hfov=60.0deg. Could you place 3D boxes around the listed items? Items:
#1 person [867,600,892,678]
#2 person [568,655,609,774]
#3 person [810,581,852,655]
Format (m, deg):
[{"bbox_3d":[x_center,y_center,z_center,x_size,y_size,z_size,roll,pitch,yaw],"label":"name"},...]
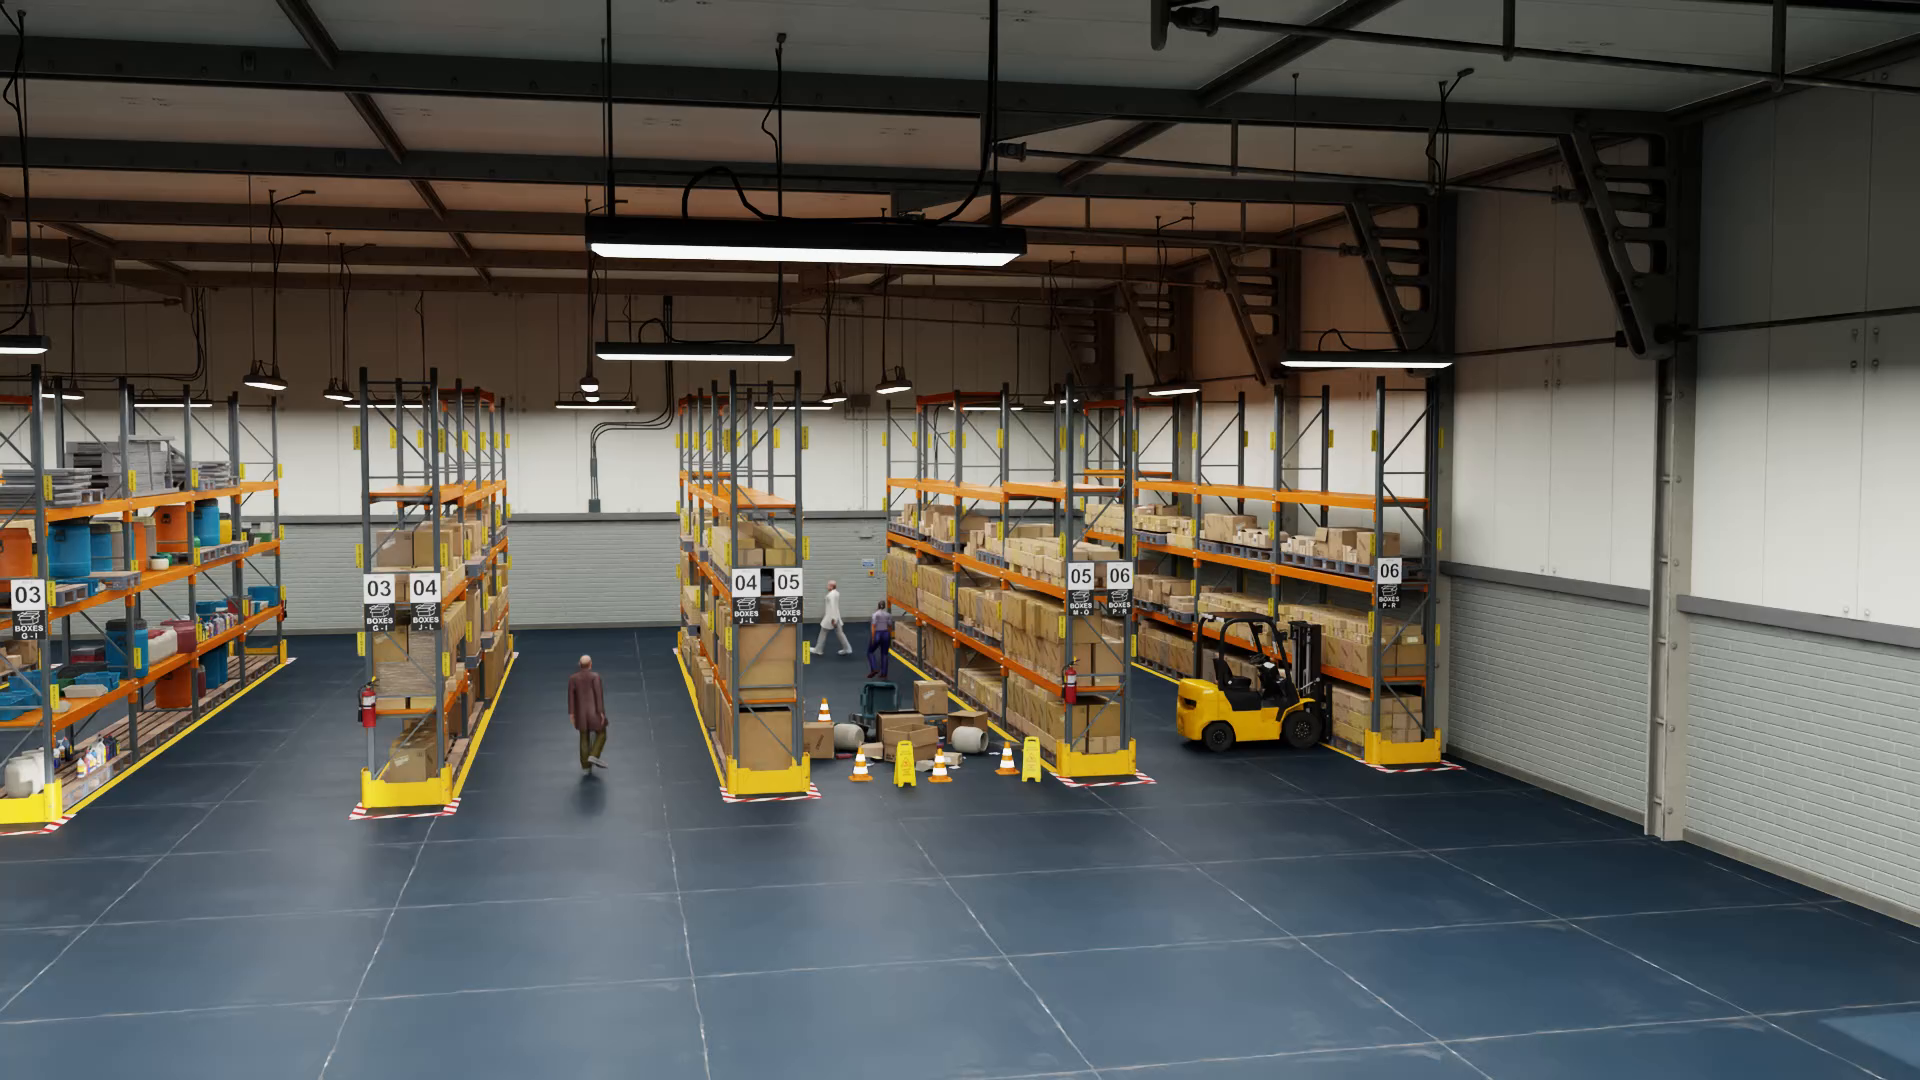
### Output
[{"bbox_3d":[-1.686,2.089,35.077,0.529,1.652,0.444,-1,4,-23],"label":"person"},{"bbox_3d":[-5.601,2.619,25.011,0.619,1.769,0.555,0,3,2],"label":"person"},{"bbox_3d":[-3.021,1.811,38.817,1.061,1.741,0.595,1,4,19],"label":"person"}]
